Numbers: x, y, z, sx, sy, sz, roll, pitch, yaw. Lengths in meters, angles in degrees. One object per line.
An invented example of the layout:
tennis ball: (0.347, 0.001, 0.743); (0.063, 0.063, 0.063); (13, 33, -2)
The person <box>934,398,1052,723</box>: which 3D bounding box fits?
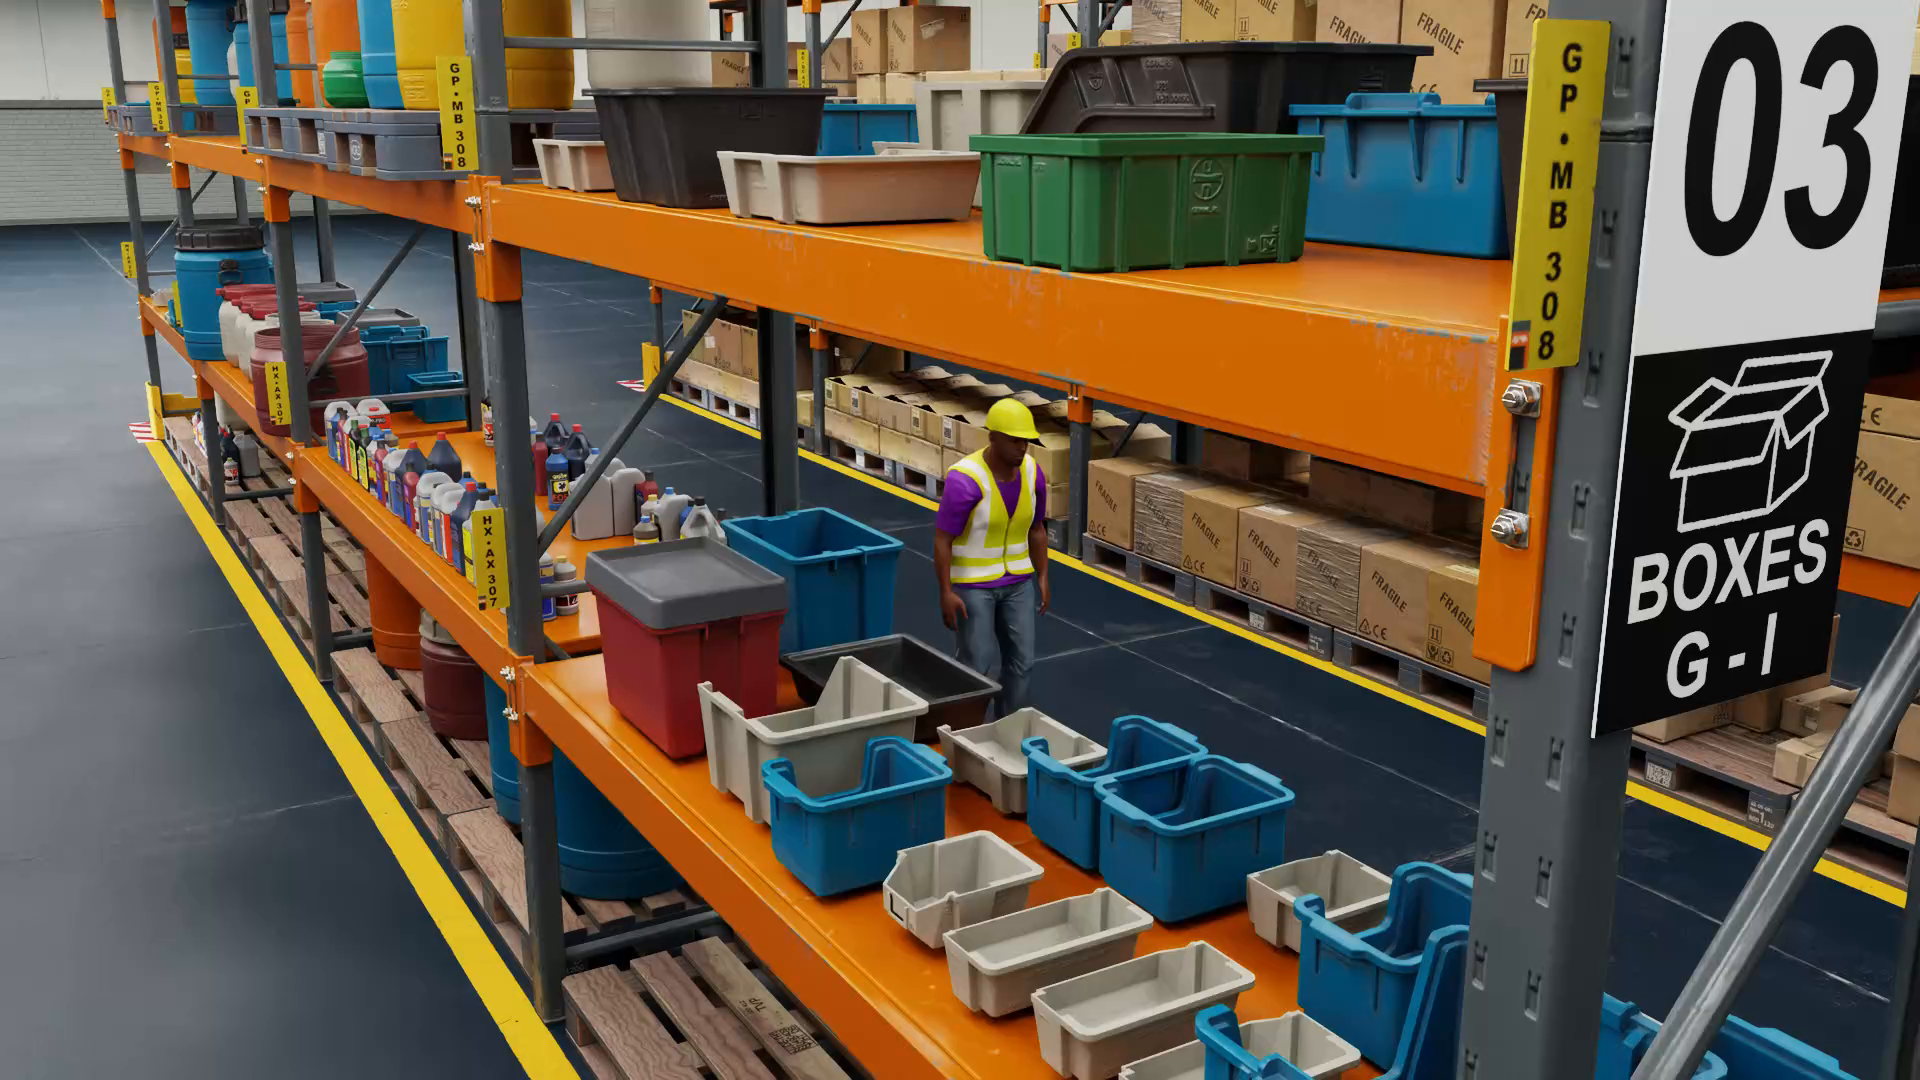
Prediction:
person: (0.169, 0.213, 7.679); (0.623, 1.755, 0.462); (-10, 17, -32)
